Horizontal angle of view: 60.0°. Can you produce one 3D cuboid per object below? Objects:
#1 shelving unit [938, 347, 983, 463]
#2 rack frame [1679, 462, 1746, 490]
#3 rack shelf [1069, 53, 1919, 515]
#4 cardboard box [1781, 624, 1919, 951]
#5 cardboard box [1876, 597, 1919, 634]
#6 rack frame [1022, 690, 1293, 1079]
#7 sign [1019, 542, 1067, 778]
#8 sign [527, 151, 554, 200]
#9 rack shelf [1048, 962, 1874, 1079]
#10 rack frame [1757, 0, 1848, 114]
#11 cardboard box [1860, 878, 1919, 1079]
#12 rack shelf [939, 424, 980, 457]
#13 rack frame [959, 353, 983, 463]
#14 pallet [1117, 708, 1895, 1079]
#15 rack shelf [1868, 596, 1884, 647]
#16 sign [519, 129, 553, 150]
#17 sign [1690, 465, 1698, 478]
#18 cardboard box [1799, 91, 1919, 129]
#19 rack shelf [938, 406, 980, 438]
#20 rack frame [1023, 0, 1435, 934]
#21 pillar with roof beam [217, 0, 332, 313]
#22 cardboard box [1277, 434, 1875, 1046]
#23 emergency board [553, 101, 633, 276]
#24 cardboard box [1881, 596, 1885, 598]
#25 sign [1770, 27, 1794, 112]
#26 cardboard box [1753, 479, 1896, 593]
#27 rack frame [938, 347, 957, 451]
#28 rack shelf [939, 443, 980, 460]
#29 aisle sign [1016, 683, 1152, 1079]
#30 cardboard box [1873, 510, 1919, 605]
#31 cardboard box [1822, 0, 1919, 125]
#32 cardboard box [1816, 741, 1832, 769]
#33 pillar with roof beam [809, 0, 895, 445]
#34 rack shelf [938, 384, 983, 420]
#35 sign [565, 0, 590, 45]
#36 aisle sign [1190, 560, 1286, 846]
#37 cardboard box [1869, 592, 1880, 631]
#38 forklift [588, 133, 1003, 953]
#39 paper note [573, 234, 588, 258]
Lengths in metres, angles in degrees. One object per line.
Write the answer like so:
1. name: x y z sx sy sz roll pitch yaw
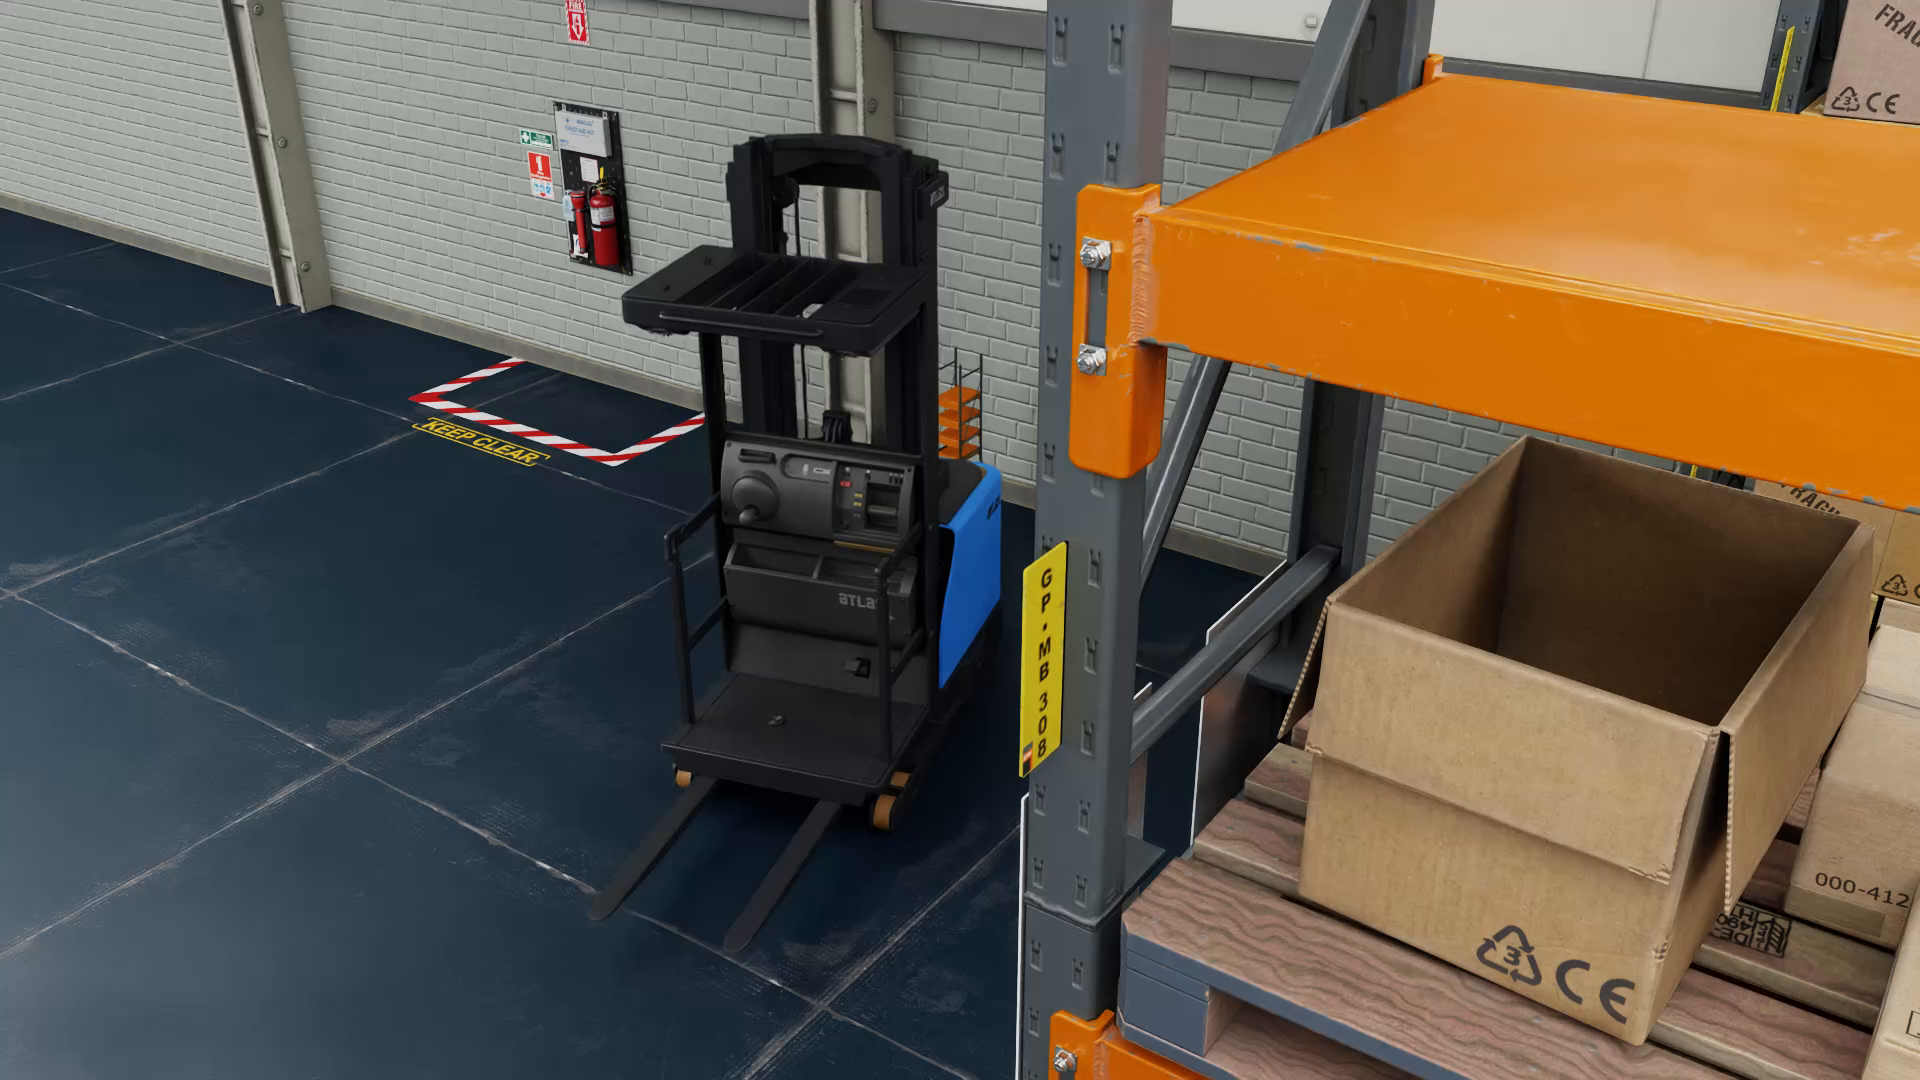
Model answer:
1. shelving unit: -0.012 -0.538 9.985 0.189 1.200 0.258 17 32 30
2. rack frame: 3.233 -0.132 7.202 0.127 3.000 1.000 17 32 30
3. rack shelf: 2.080 0.060 1.445 4.000 0.370 1.077 17 32 30
4. cardboard box: 1.530 0.399 2.400 0.500 0.250 0.500 17 32 30
5. cardboard box: 3.891 0.298 6.500 0.500 0.250 0.500 16 31 29
6. rack frame: 0.431 1.721 3.561 0.127 3.000 1.000 17 32 30
7. sign: 0.112 0.165 2.259 0.005 0.325 0.100 17 32 30
8. sign: -3.059 -2.661 12.133 0.234 0.329 0.001 17 32 30
9. rack shelf: 2.080 1.219 2.034 4.000 0.370 1.077 17 32 30
10. rack frame: 3.233 -2.805 5.841 0.127 3.000 1.000 17 32 30
11. cardboard box: 1.301 0.615 2.087 0.250 0.149 0.380 17 32 30
12. rack shelf: -0.012 -0.606 9.951 0.180 0.103 0.258 17 32 30
13. rack frame: 0.063 -0.515 9.939 0.006 1.200 0.240 17 32 30
14. pallet: 1.000 0.615 2.525 1.213 0.211 1.003 17 32 30
15. rack shelf: 4.881 0.702 6.356 4.000 0.370 1.077 17 32 30
16. sign: -3.060 -2.893 12.004 0.331 0.109 0.001 17 32 30
17. sign: 2.926 -0.315 6.607 0.005 0.325 0.100 17 32 30
18. cardboard box: 3.367 -1.343 6.142 0.500 0.500 0.500 18 32 32
19. rack shelf: -0.012 -0.713 9.896 0.180 0.103 0.258 17 32 30
20. rack frame: 0.431 -0.952 2.200 0.127 3.000 1.000 17 32 30
21. pillar with roof beam: -8.029 -4.421 9.016 0.400 9.000 9.100 17 32 30
22. cardboard box: 0.903 0.238 2.437 0.637 0.503 0.797 20 33 34
23. emergency board: -2.661 -2.465 11.786 0.643 1.169 0.194 17 32 30
24. cardboard box: 4.162 0.103 6.883 0.500 0.250 0.500 18 32 32
25. sign: 2.926 -1.655 5.924 0.005 0.325 0.100 17 32 30
26. cardboard box: 3.456 -0.173 6.599 0.500 0.500 0.500 17 32 30
27. rack frame: -0.087 -0.562 10.031 0.006 1.200 0.240 17 32 30
28. rack shelf: -0.012 -0.499 10.005 0.180 0.103 0.258 17 32 30
29. aisle sign: 0.204 0.660 2.779 0.004 0.787 0.394 17 32 30
30. cardboard box: 3.858 -0.042 6.343 0.500 0.500 0.500 17 32 30
31. cardboard box: 3.413 -1.778 5.895 0.500 0.500 0.500 15 31 27
32. cardboard box: 3.752 1.082 7.296 0.500 0.311 0.500 14 30 25
33. pillar with roof beam: -3.083 -2.880 5.988 0.400 9.000 9.100 17 32 30
34. rack shelf: -0.012 -0.820 9.842 0.180 0.103 0.258 17 32 30
35. sign: -2.612 -3.537 11.338 0.199 0.298 0.001 17 32 30
36. aisle sign: 0.543 0.436 3.220 0.004 0.787 0.394 17 32 30
37. cardboard box: 3.455 0.170 6.752 0.500 0.250 0.500 16 31 29
38. forklift: -0.717 -0.179 7.370 1.130 2.935 3.031 9 28 16
39. paper note: -2.768 -2.144 12.126 0.142 0.148 0.016 17 32 30
